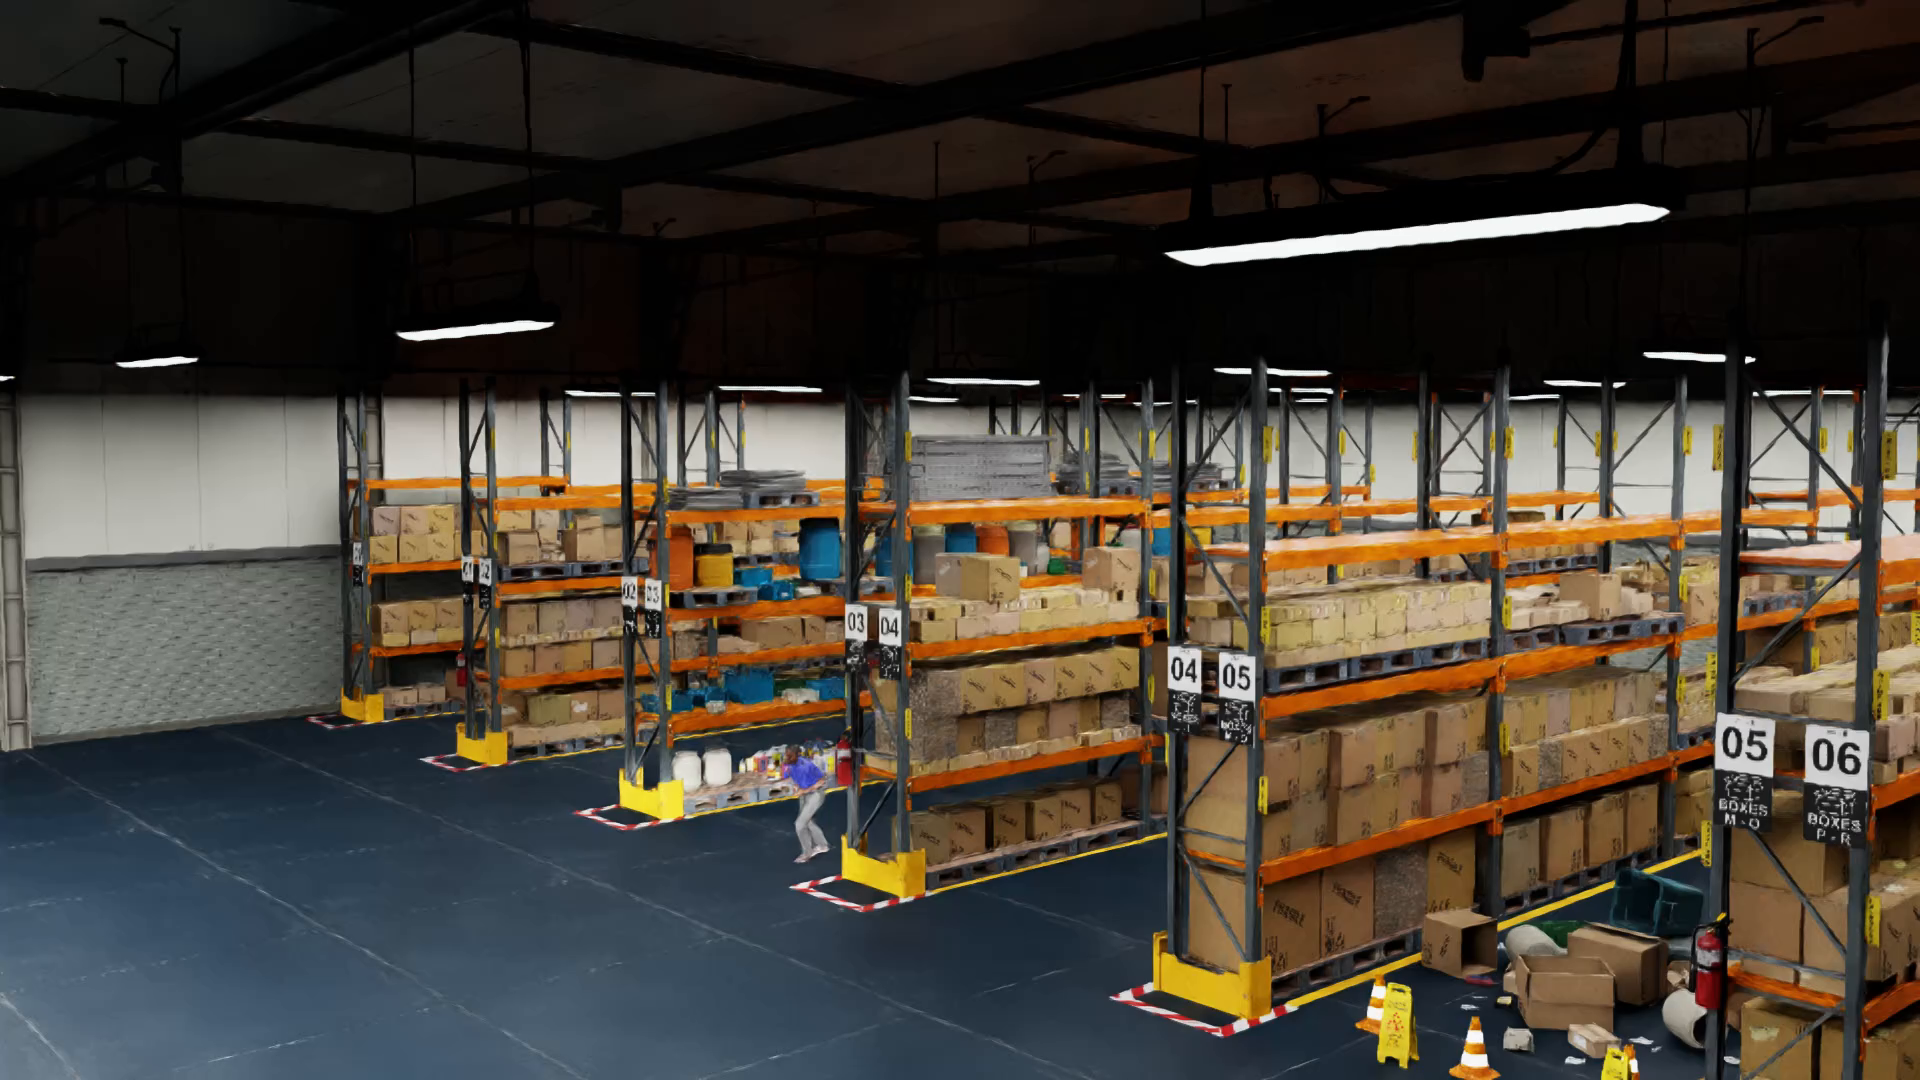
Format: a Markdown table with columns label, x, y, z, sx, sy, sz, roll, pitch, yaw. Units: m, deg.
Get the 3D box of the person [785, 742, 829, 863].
| label | x | y | z | sx | sy | sz | roll | pitch | yaw |
| --- | --- | --- | --- | --- | --- | --- | --- | --- | --- |
| person | -1.797 | 3.127 | 20.028 | 0.784 | 1.480 | 0.601 | -3 | 5 | -40 |
